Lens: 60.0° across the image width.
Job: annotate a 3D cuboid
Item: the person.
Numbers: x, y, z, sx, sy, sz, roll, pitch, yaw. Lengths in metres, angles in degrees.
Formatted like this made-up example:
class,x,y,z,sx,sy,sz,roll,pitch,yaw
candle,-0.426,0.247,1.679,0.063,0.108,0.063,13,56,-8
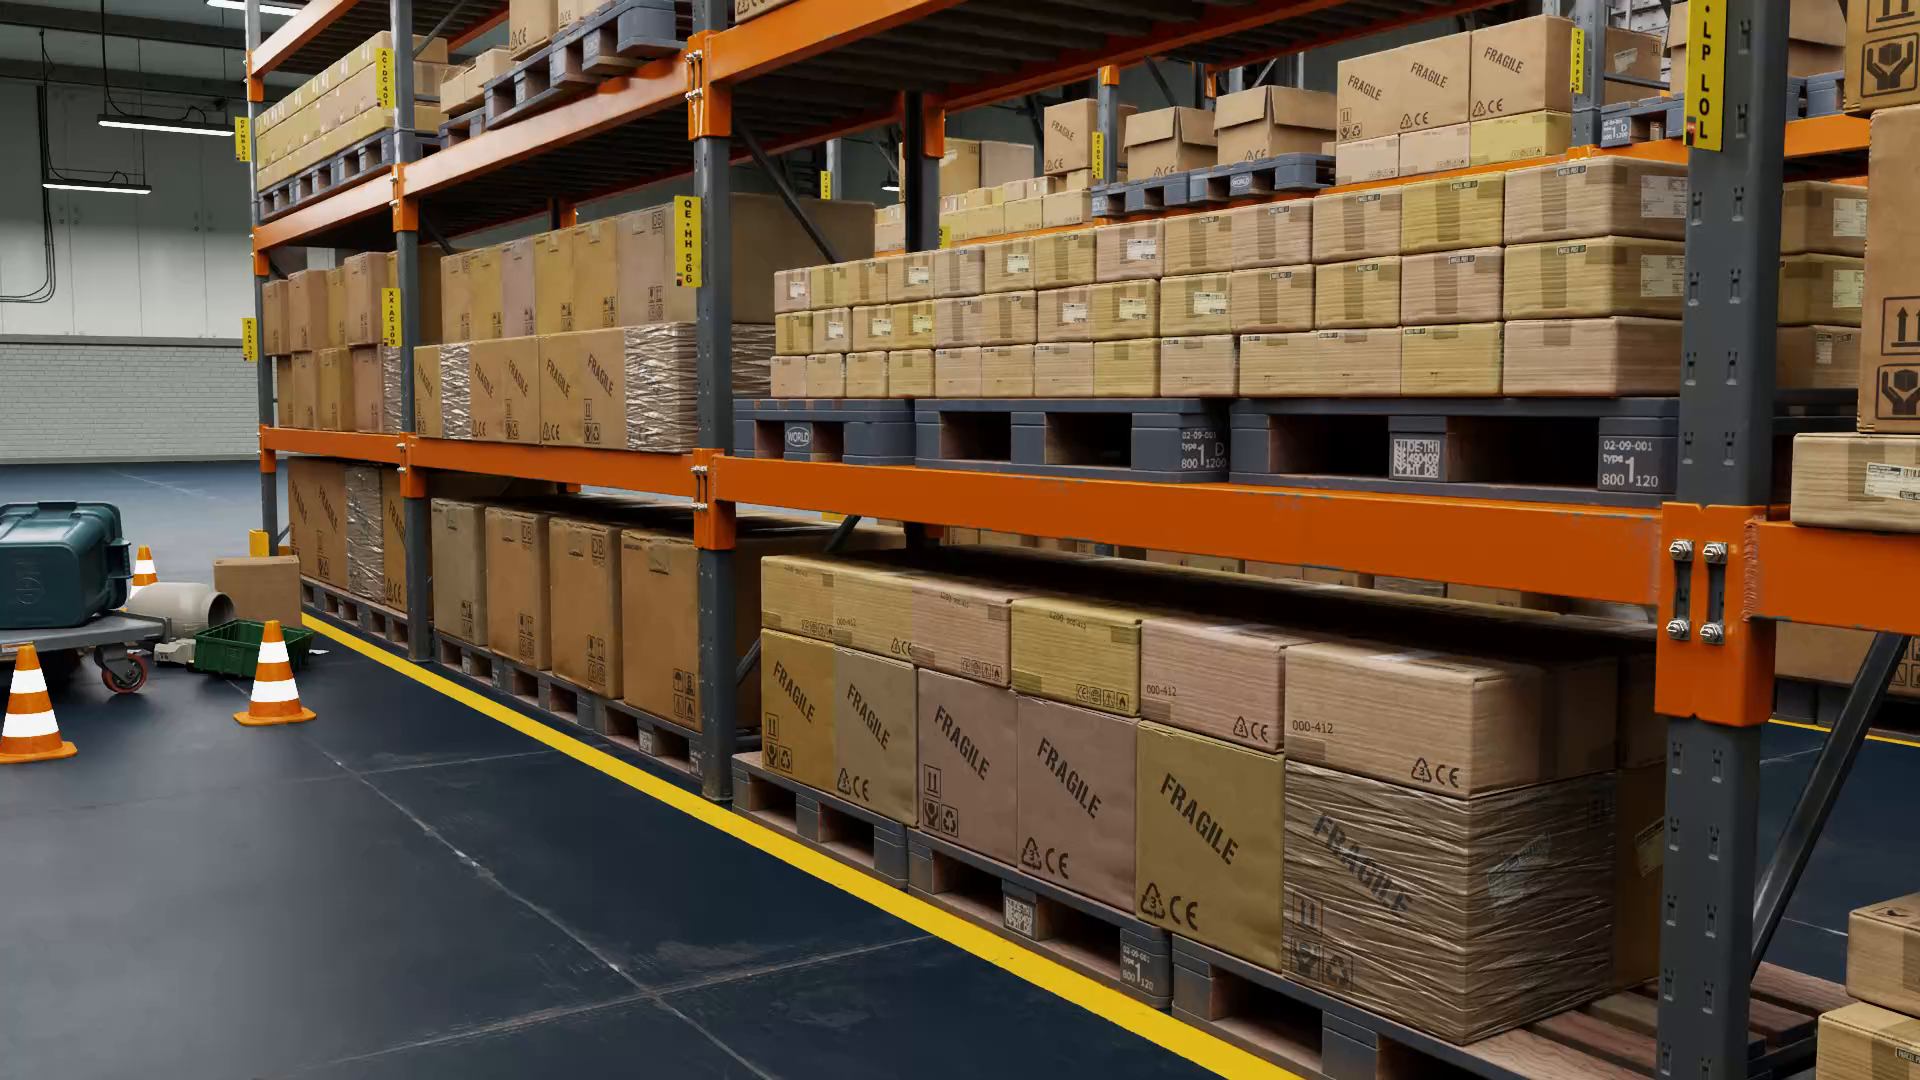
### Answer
class,x,y,z,sx,sy,sz,roll,pitch,yaw
person,2.172,0.231,5.318,0.461,1.741,0.680,-3,6,-32
